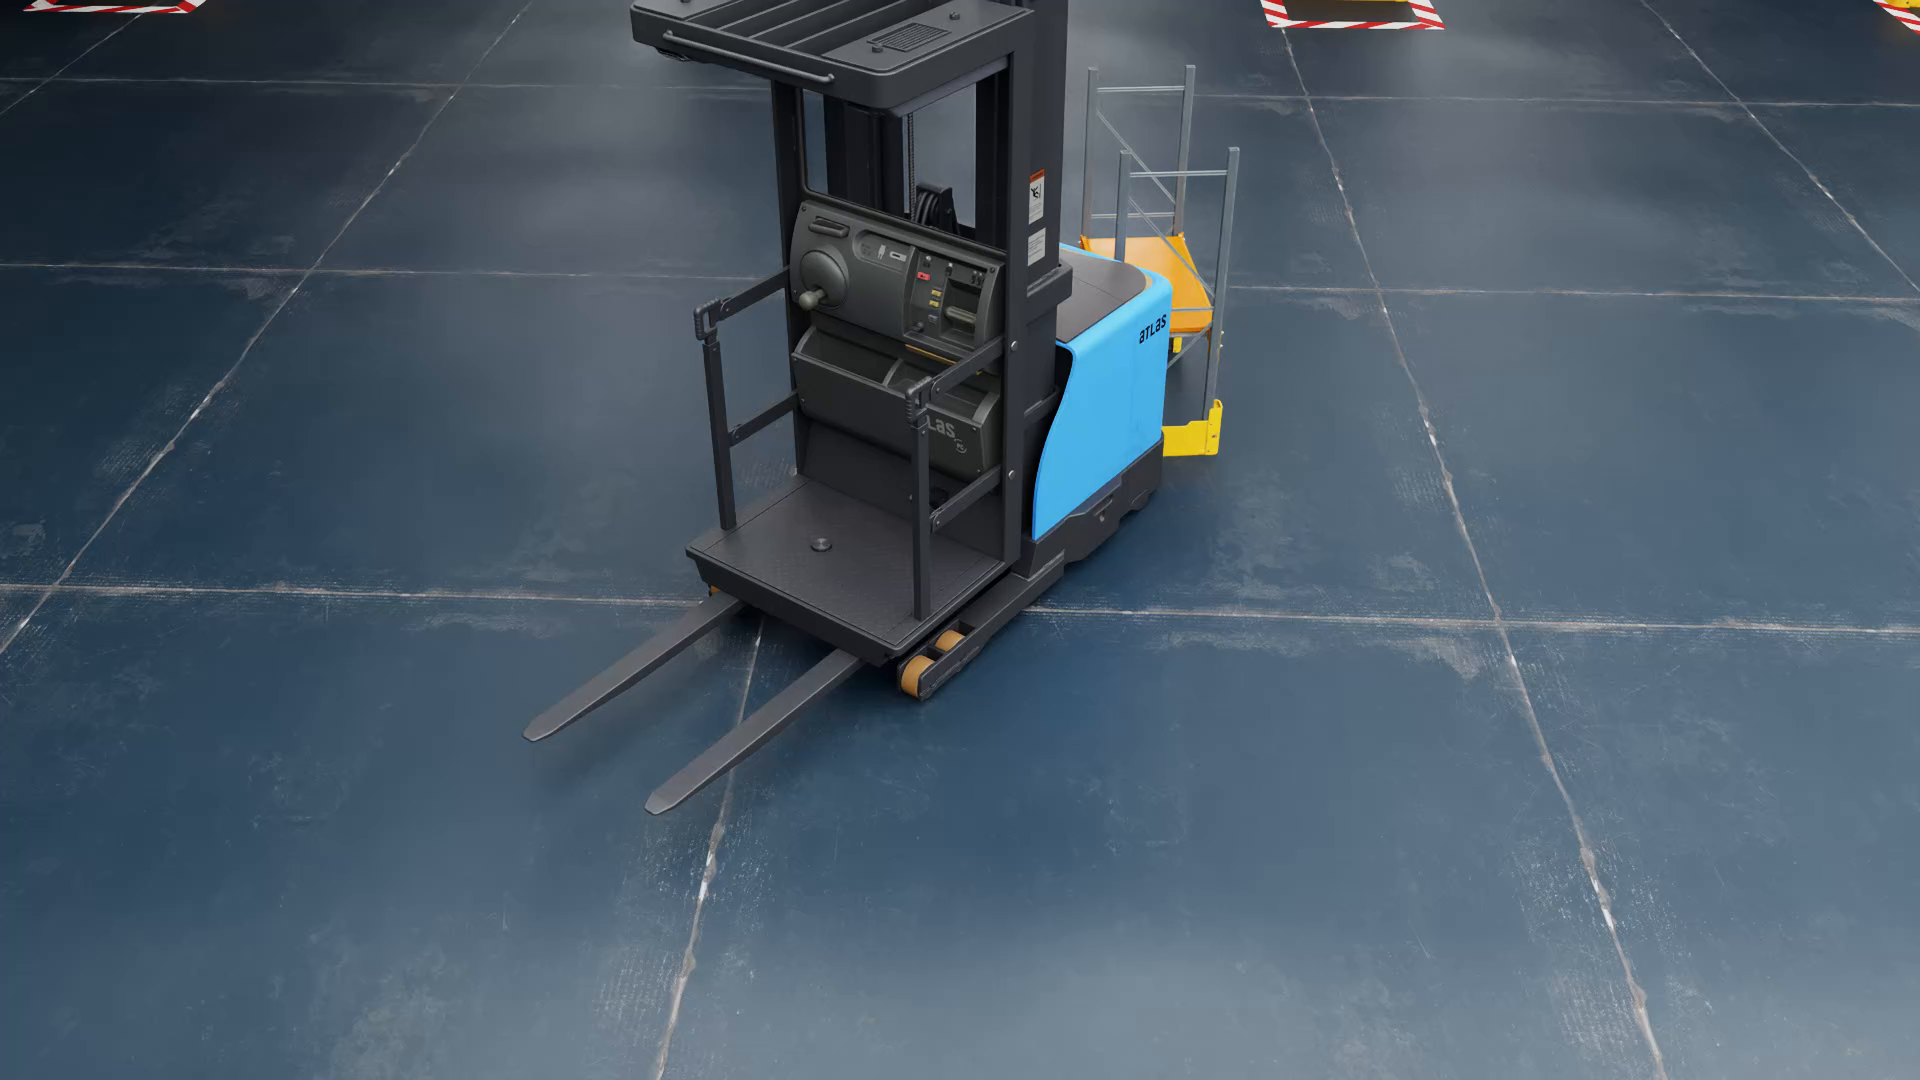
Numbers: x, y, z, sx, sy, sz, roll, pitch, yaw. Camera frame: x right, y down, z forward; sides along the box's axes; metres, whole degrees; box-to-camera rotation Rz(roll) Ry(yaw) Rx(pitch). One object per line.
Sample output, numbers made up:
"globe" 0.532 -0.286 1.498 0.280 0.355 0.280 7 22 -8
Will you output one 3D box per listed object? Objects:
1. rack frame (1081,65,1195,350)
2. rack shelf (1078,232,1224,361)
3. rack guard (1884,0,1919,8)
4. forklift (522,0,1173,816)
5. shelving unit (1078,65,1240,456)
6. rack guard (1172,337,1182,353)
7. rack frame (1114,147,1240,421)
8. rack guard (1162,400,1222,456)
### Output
"rack frame" 0.854 -1.601 8.224 0.500 1.500 0.032 -2 35 -3
"rack shelf" 0.887 -1.162 7.912 0.538 0.185 1.000 -2 35 -3
"rack guard" 8.069 -4.556 13.298 1.175 0.500 0.348 1 35 2
"forklift" -0.378 -0.909 5.994 1.130 2.935 3.031 23 41 29
"shelving unit" 0.887 -1.315 7.816 0.587 1.500 1.083 -2 35 -3
"rack guard" 0.854 -1.089 8.582 0.587 0.250 0.087 -2 35 -3
"rack frame" 0.921 -1.018 7.394 0.500 1.500 0.032 -2 35 -3
"rack guard" 0.920 -0.518 7.769 0.587 0.250 0.087 -2 35 -3
